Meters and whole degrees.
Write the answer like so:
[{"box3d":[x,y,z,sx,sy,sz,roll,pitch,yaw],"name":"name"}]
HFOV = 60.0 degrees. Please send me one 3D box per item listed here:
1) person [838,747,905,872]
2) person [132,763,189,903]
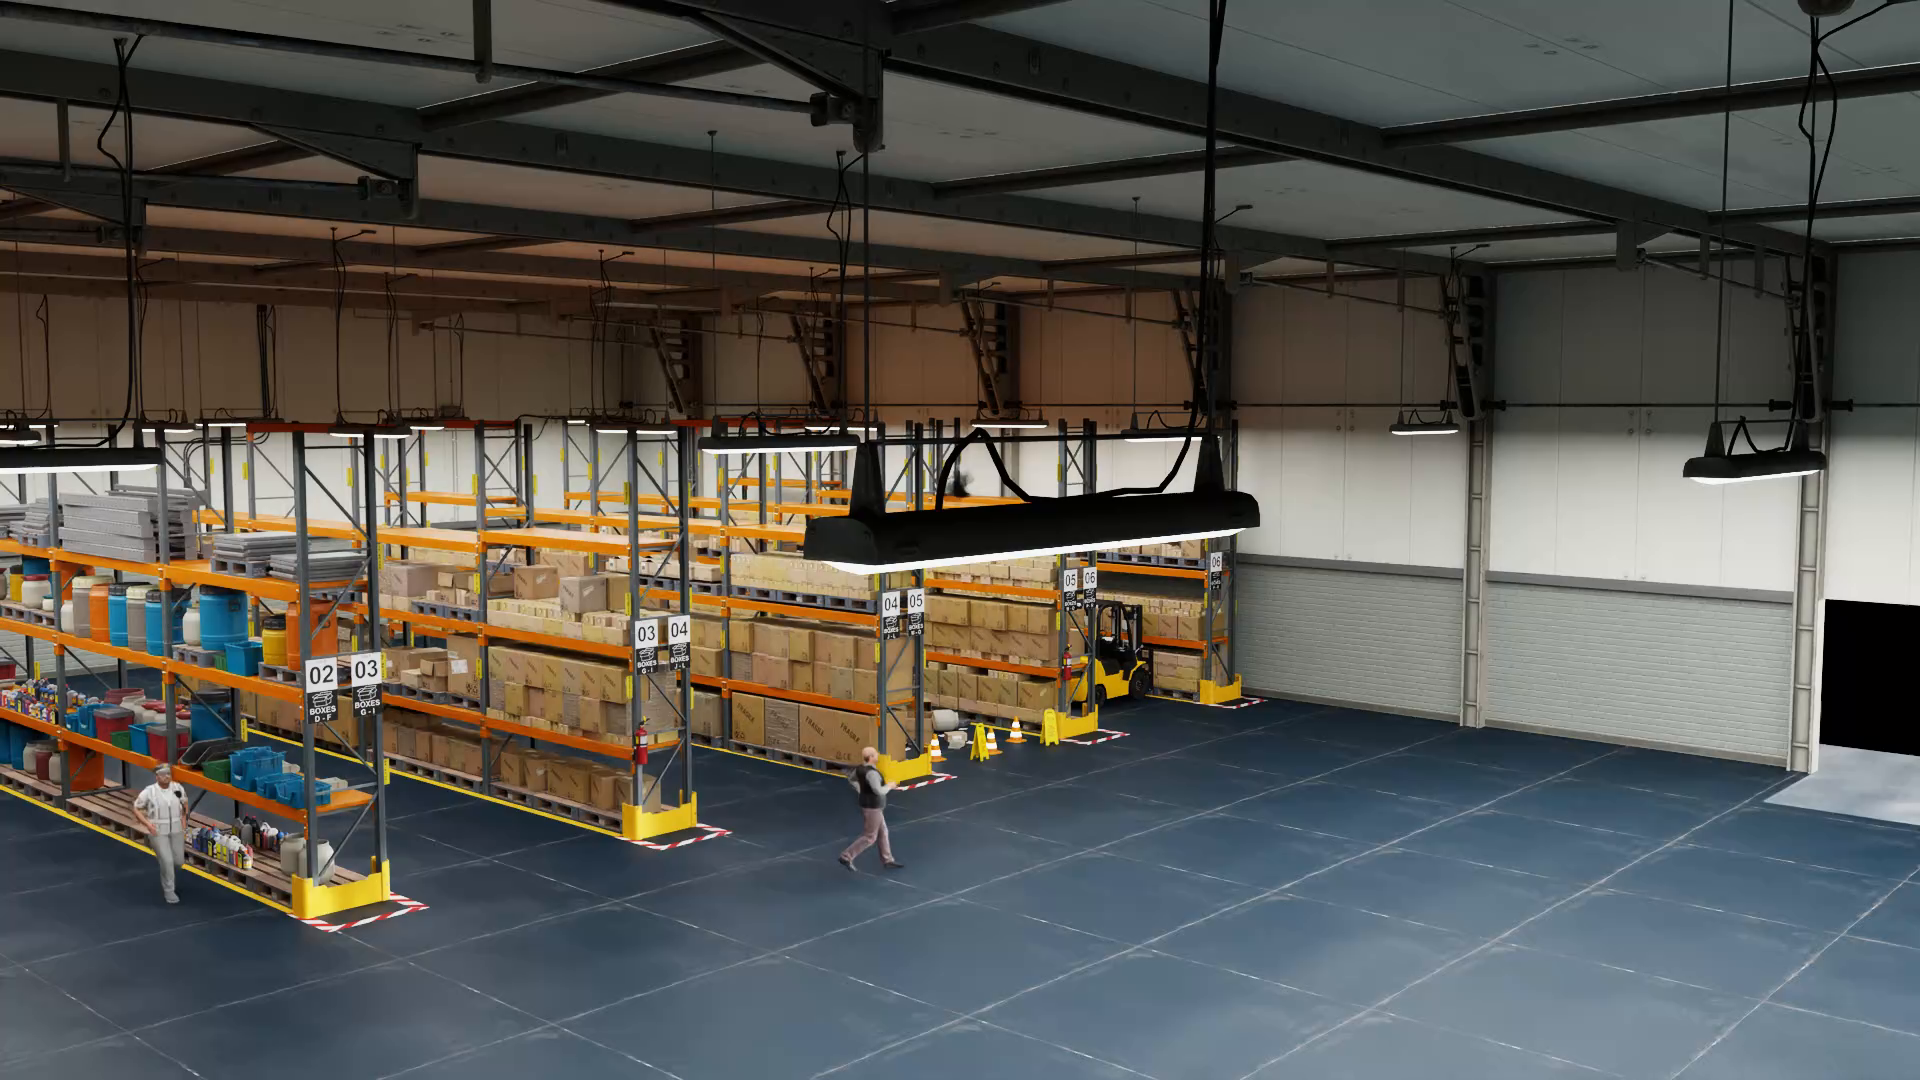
[{"box3d":[-1.193,3.622,22.366,0.971,1.706,0.657,-2,5,-19],"name":"person"},{"box3d":[-10.217,3.717,21.322,0.710,1.769,0.672,4,6,43],"name":"person"}]
